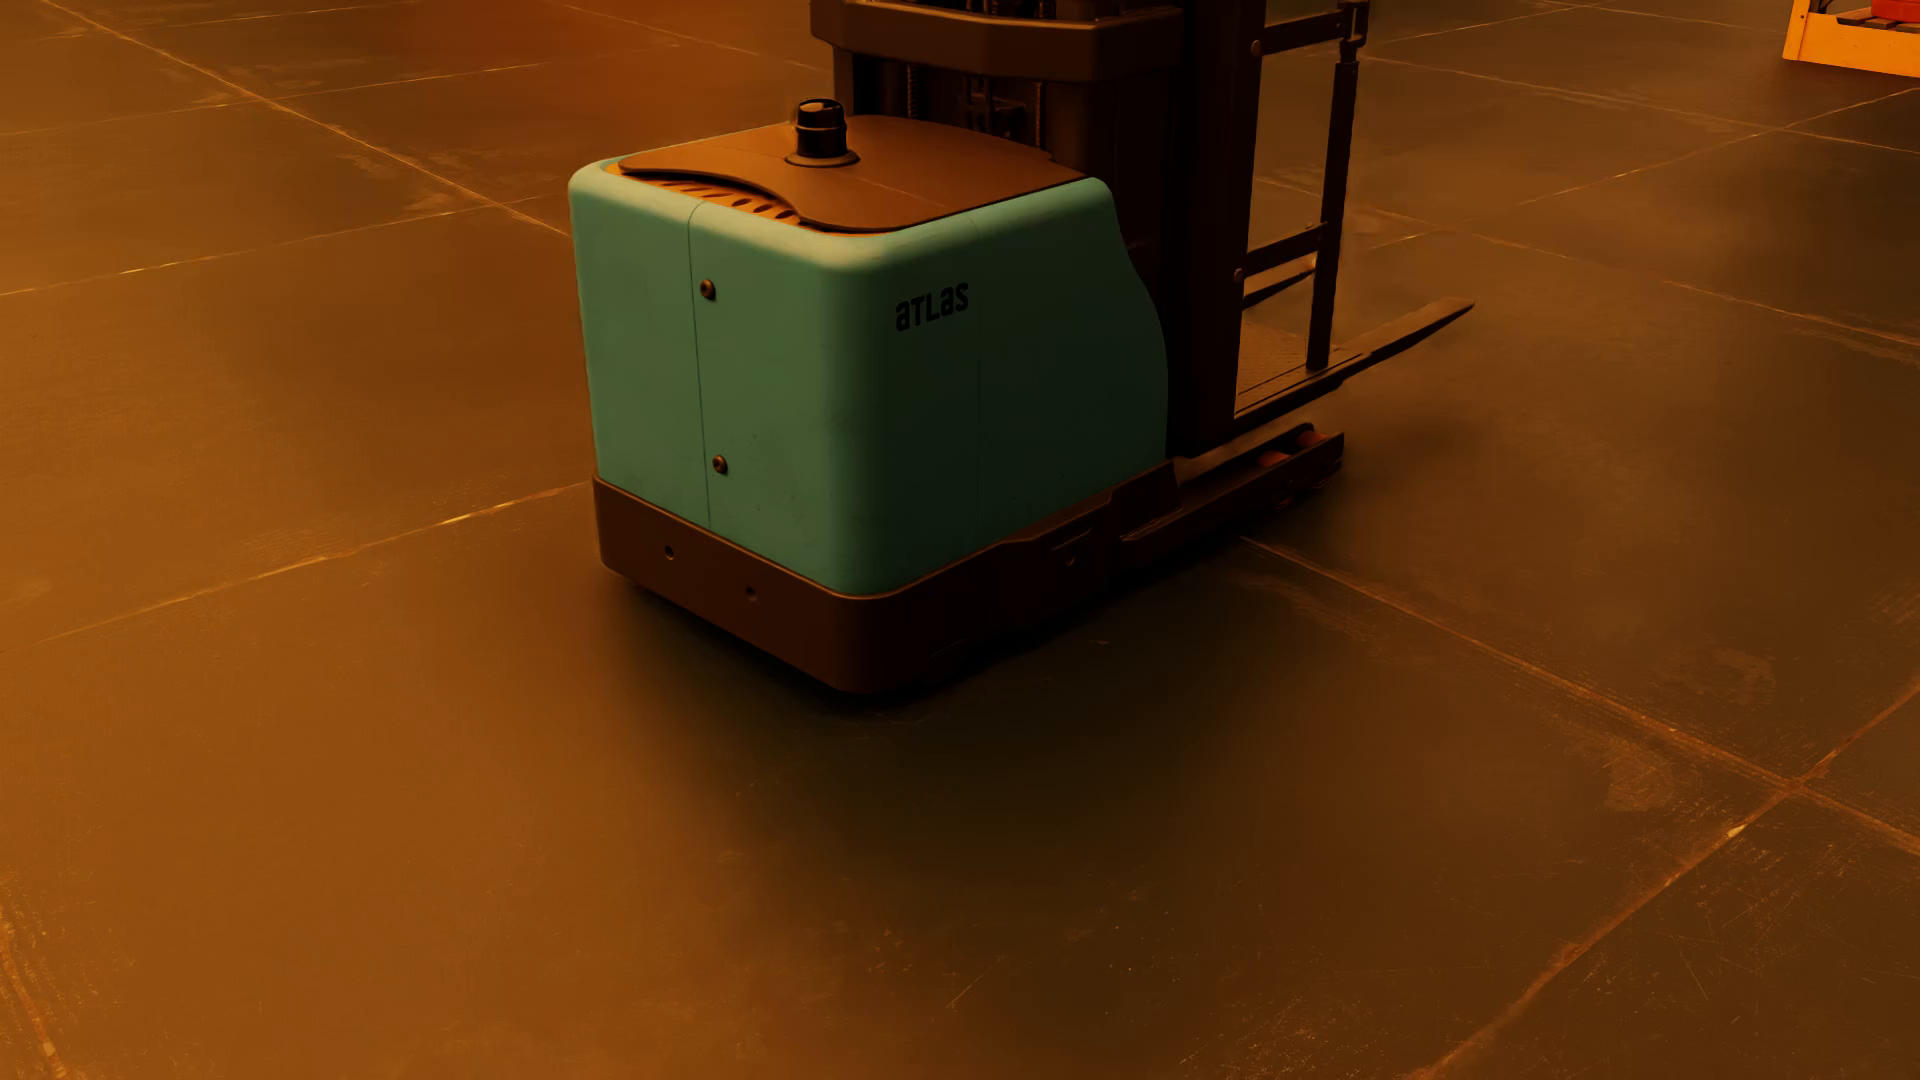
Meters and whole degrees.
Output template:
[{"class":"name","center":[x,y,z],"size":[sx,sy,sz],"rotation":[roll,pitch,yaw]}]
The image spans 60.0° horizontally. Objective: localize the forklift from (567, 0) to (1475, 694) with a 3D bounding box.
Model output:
[{"class":"forklift","center":[0.459,-1.537,4.301],"size":[1.130,2.935,3.031],"rotation":[23,34,38]}]
